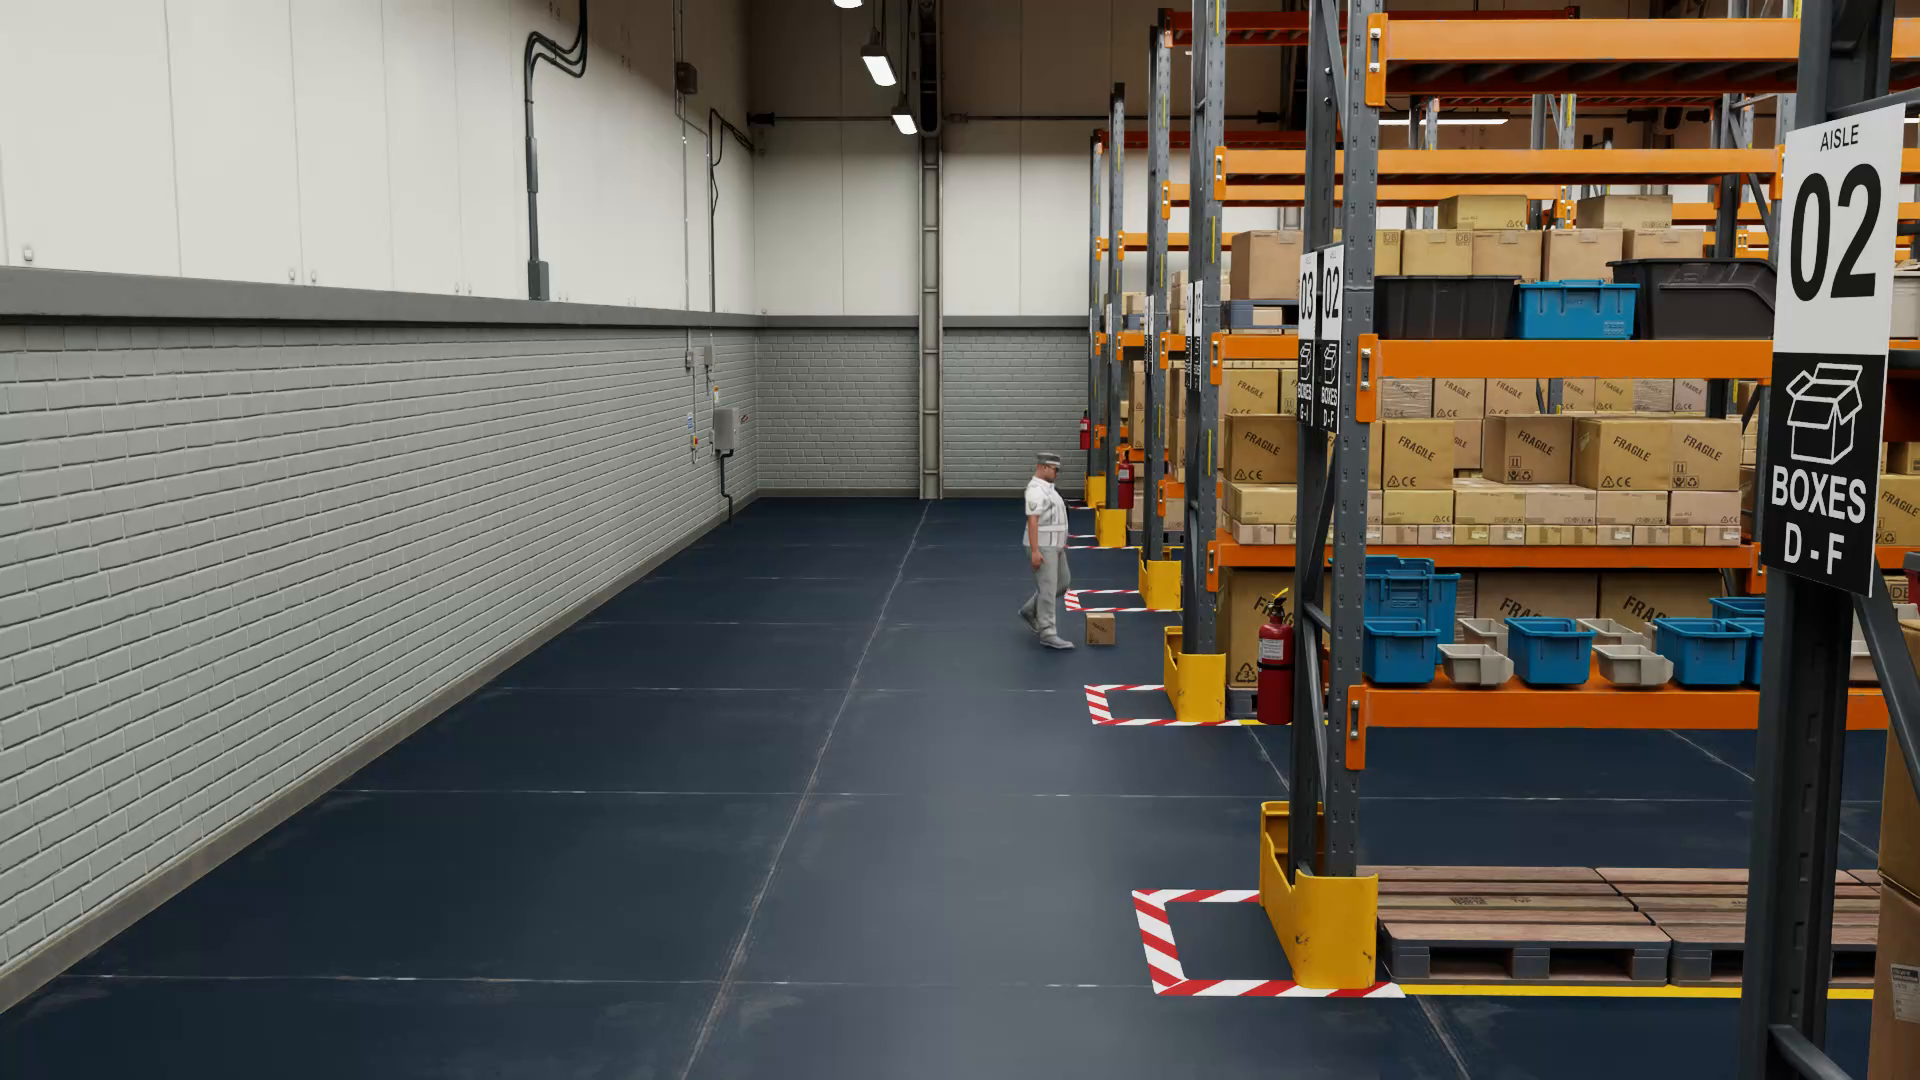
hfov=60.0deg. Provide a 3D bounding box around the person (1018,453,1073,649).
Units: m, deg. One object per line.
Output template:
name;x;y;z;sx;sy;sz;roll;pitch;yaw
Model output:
person;0.792;0.073;15.164;0.630;1.740;0.658;2;8;19
